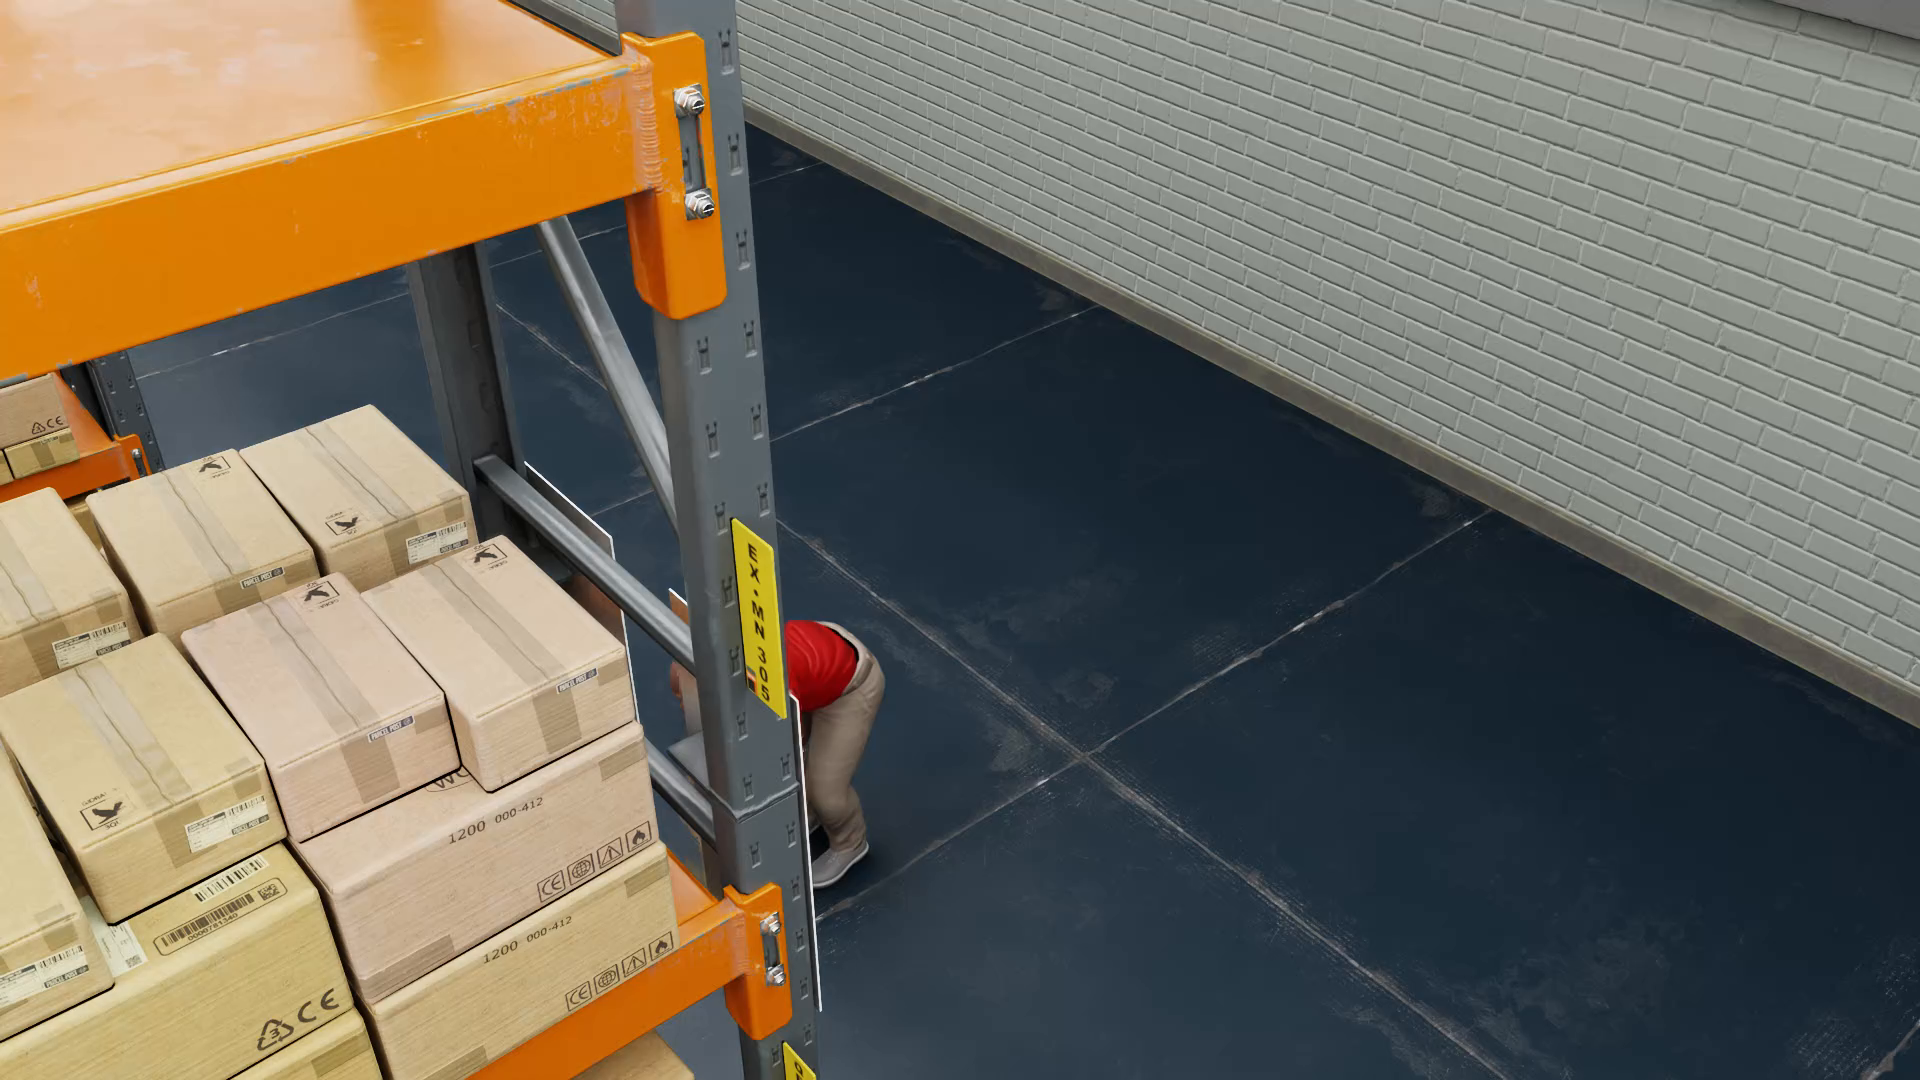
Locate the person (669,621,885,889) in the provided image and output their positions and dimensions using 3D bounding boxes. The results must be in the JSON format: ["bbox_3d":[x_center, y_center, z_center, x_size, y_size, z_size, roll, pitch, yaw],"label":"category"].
[{"bbox_3d":[-0.686,0.793,6.338,0.883,1.326,0.496,-28,44,-33],"label":"person"}]
